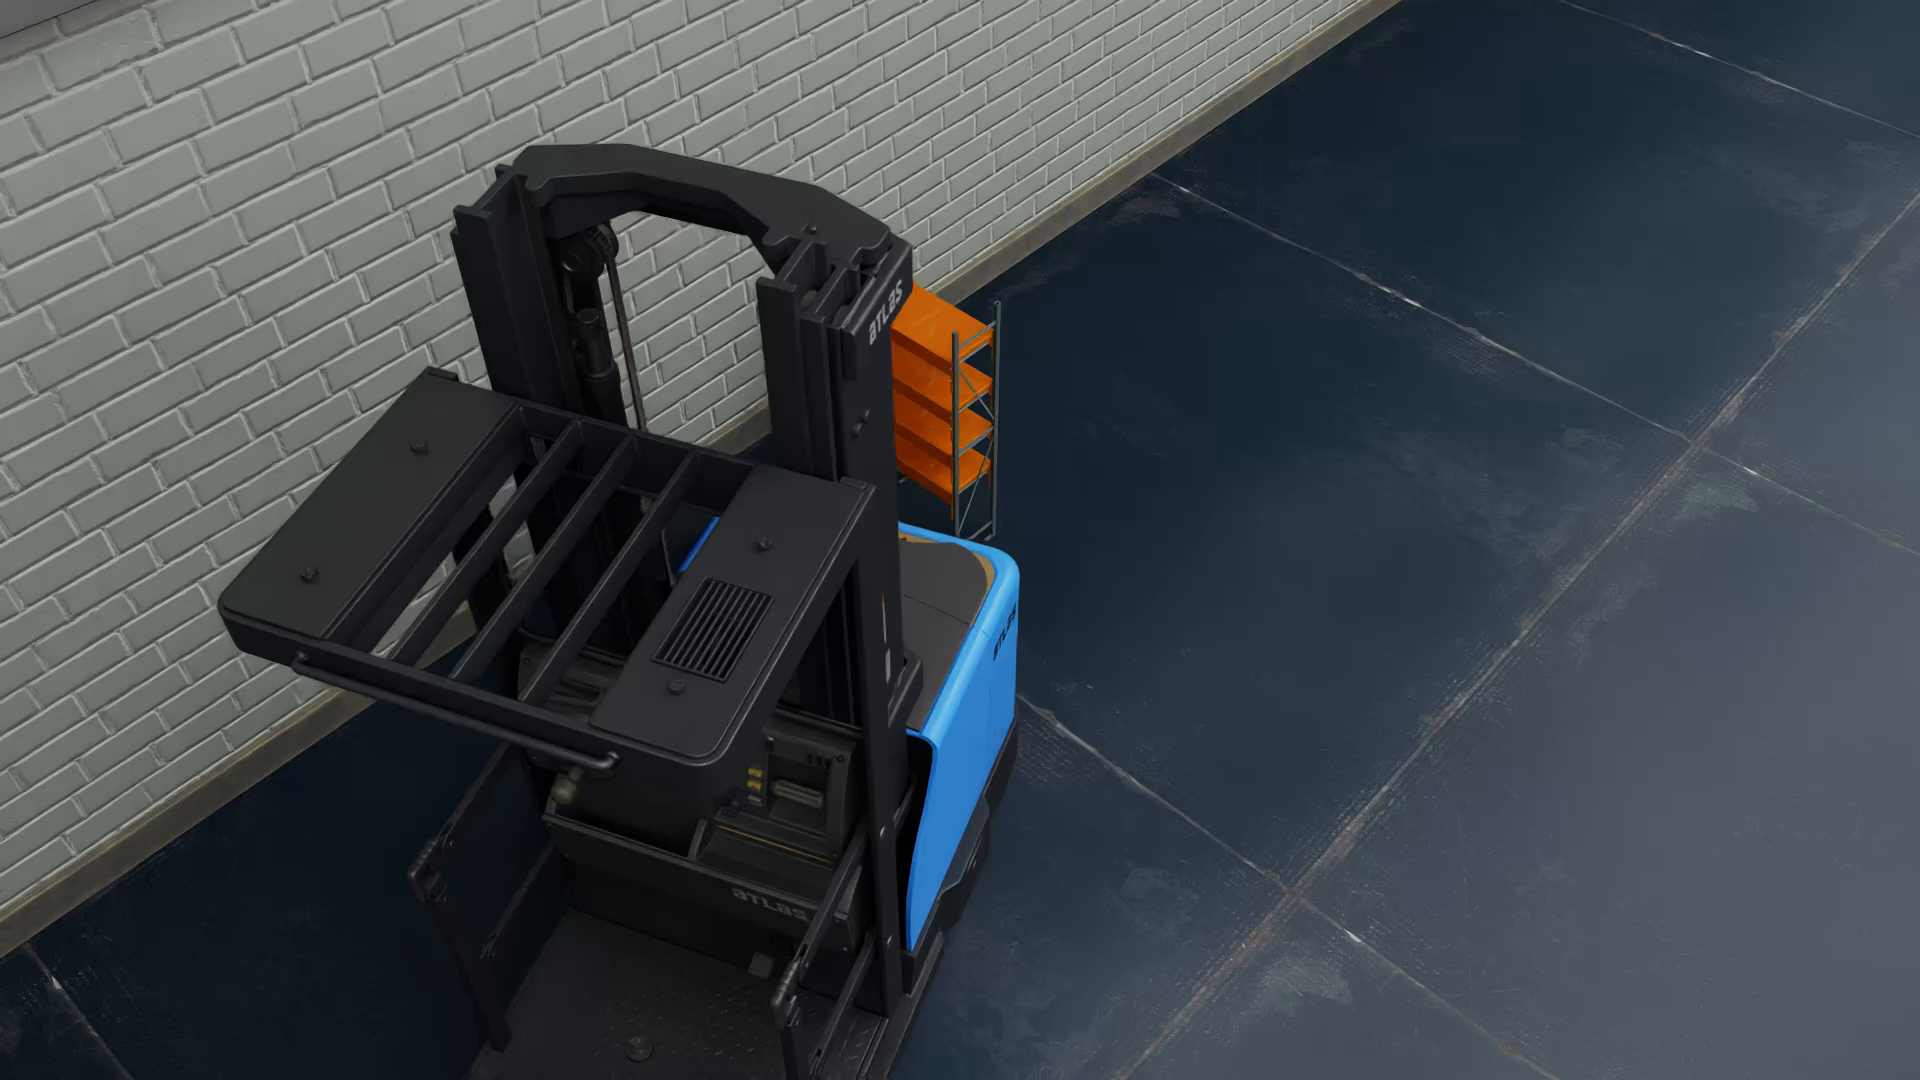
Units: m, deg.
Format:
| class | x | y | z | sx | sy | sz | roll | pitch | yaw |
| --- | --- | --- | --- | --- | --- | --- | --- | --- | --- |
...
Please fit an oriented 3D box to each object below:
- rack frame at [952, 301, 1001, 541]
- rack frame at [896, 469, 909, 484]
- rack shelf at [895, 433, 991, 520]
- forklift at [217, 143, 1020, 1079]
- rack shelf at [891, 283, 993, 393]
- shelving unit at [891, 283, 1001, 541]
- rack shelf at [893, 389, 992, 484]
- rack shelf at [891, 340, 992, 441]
| class | x | y | z | sx | sy | sz | roll | pitch | yaw |
| --- | --- | --- | --- | --- | --- | --- | --- | --- | --- |
| rack frame | 0.058 | -0.372 | 6.276 | 0.015 | 1.200 | 0.240 | 34 | 55 | 28 |
| rack frame | -0.301 | -0.613 | 6.503 | 0.015 | 1.200 | 0.240 | 34 | 55 | 28 |
| rack shelf | -0.122 | -0.311 | 6.583 | 0.480 | 0.148 | 0.258 | 34 | 55 | 28 |
| forklift | -0.786 | 0.661 | 4.119 | 1.130 | 2.935 | 3.031 | 15 | 49 | 14 |
| rack shelf | -0.122 | -0.762 | 6.103 | 0.480 | 0.148 | 0.258 | 34 | 55 | 28 |
| shelving unit | -0.122 | -0.493 | 6.389 | 0.503 | 1.200 | 0.258 | 34 | 55 | 28 |
| rack shelf | -0.122 | -0.446 | 6.438 | 0.480 | 0.148 | 0.258 | 34 | 55 | 28 |
| rack shelf | -0.122 | -0.600 | 6.275 | 0.480 | 0.148 | 0.258 | 34 | 55 | 28 |
